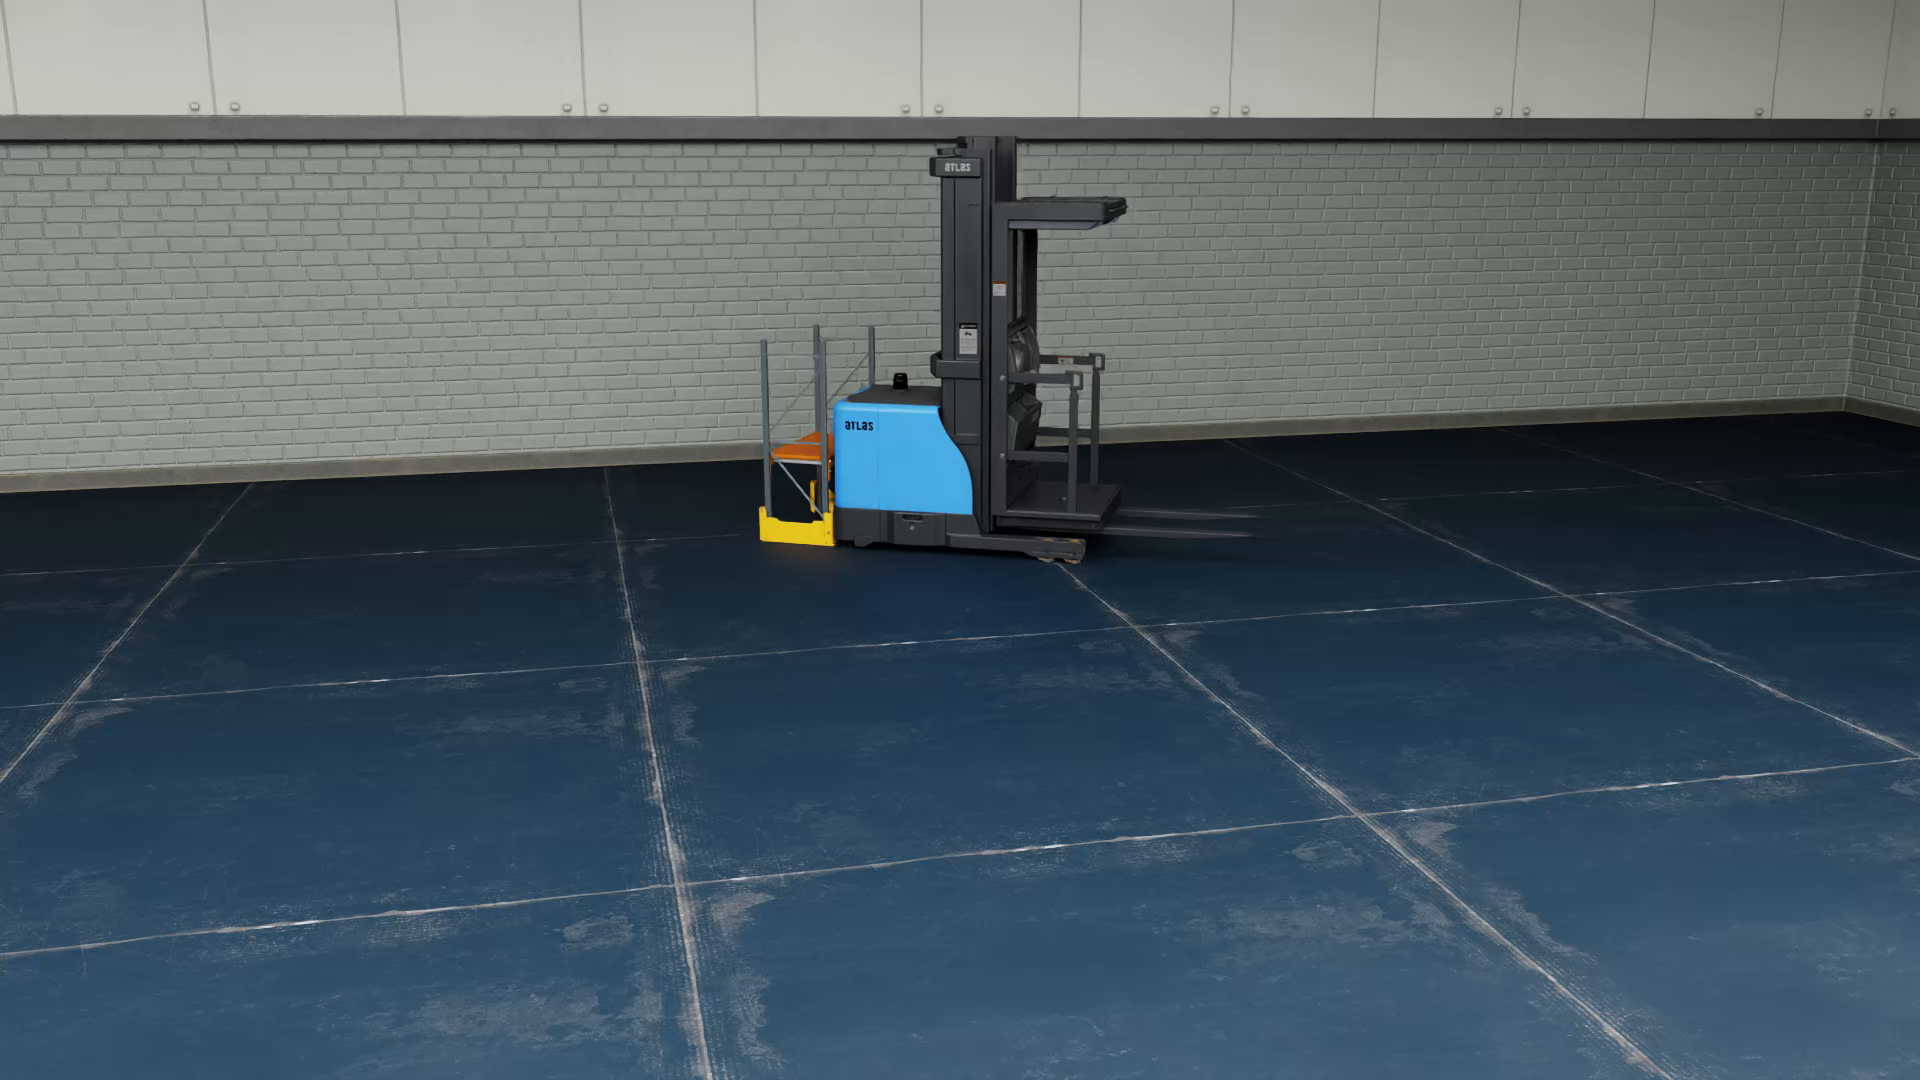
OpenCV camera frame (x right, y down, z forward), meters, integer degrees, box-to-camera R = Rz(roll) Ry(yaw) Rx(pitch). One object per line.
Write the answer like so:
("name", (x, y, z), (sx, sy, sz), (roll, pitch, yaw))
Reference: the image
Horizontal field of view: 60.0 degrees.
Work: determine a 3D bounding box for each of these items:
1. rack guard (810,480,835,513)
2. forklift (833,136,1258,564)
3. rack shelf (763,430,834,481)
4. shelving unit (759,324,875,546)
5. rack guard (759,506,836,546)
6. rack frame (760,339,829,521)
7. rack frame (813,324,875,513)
("rack guard", (-0.911, -0.330, 13.252), (0.587, 0.250, 0.087), (4, 14, 17))
("forklift", (0.646, -1.396, 11.966), (3.031, 2.935, 1.130), (3, 14, 13))
("rack shelf", (-1.055, -0.652, 12.693), (0.538, 0.185, 1.000), (4, 14, 17))
("shelving unit", (-1.058, -0.824, 12.641), (0.587, 1.500, 1.083), (4, 14, 17))
("rack guard", (-1.206, -0.104, 12.328), (0.587, 0.250, 0.087), (4, 14, 17))
("rack frame", (-1.206, -0.711, 12.178), (0.500, 1.500, 0.032), (4, 14, 17))
("rack frame", (-0.905, -0.942, 13.121), (0.500, 1.500, 0.032), (4, 14, 17))
